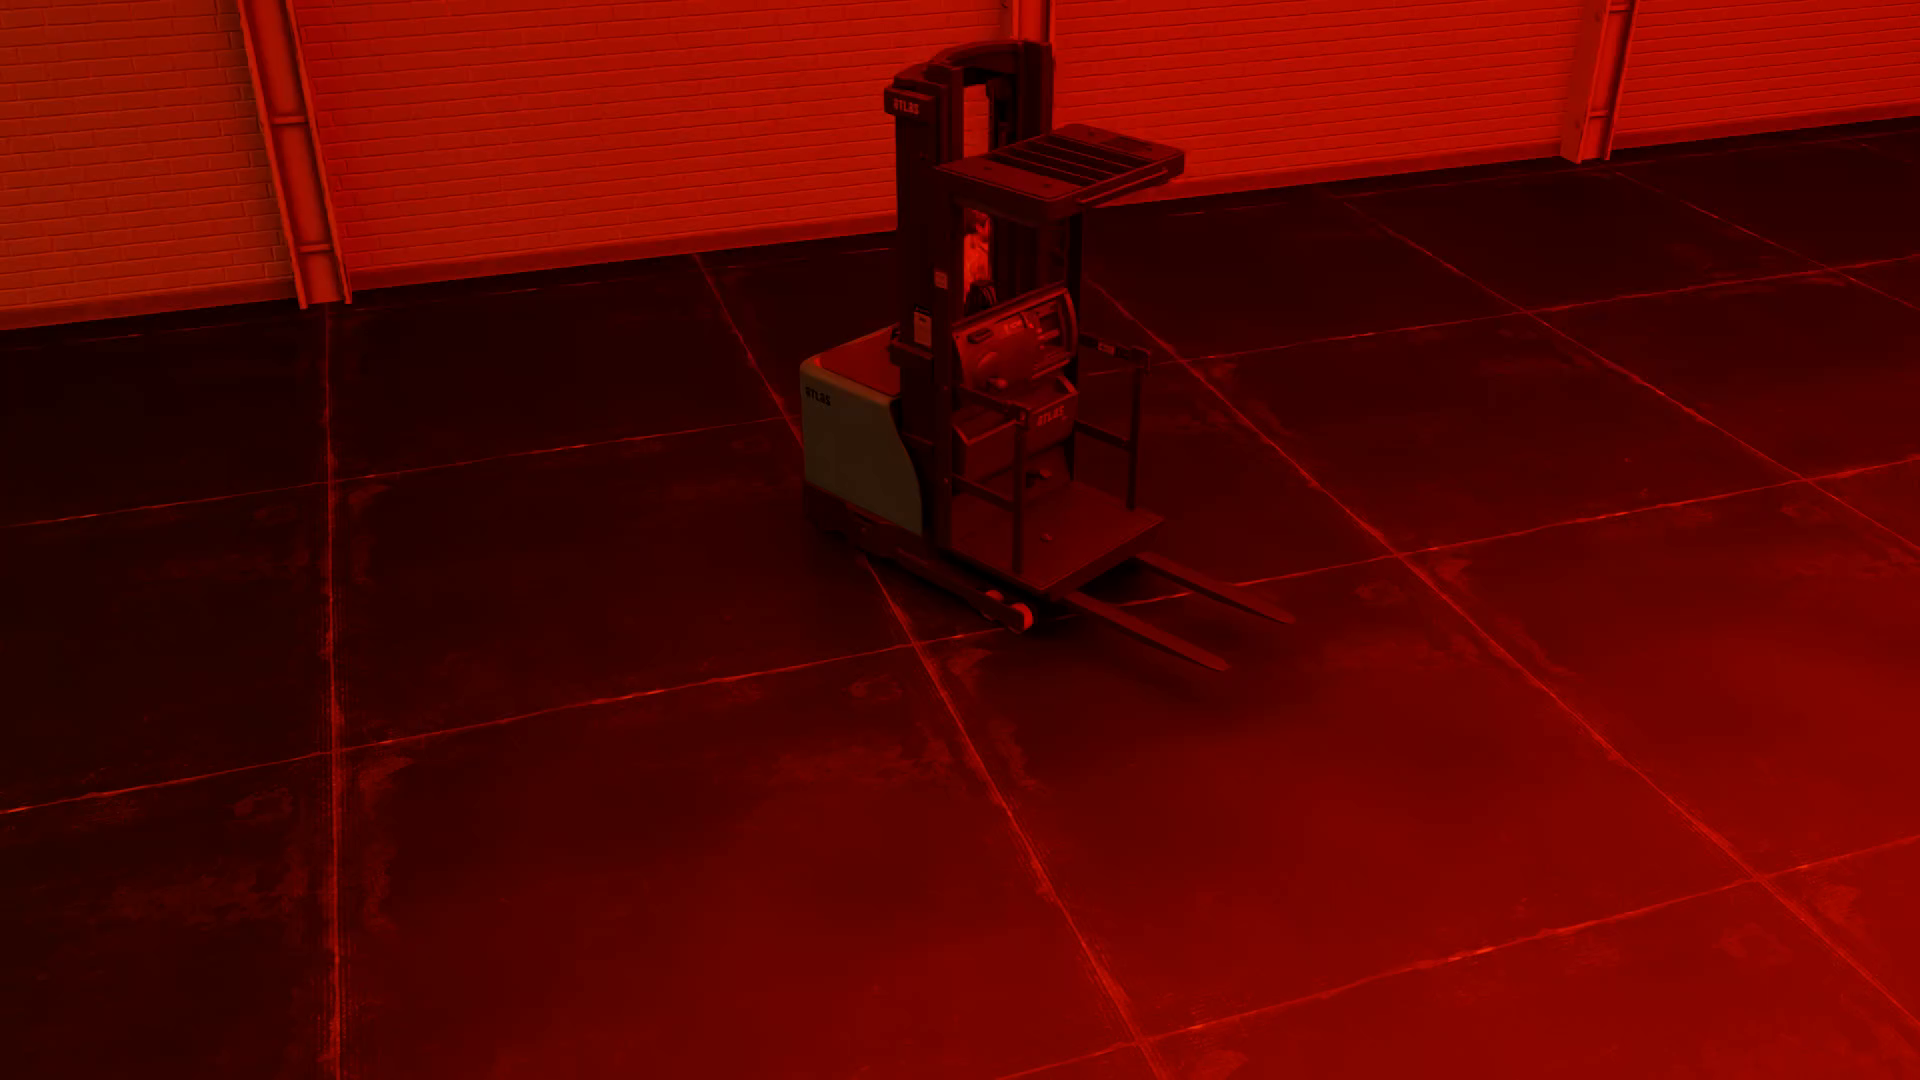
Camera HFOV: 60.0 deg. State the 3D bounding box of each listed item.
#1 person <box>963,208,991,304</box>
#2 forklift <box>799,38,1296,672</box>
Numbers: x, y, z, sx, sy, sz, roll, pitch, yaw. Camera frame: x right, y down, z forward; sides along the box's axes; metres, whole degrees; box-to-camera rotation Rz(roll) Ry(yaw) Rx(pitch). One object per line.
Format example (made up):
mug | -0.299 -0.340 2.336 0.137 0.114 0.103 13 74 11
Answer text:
person | 0.240 -1.481 11.061 0.603 1.534 0.903 0 30 0
forklift | 0.461 -1.052 8.916 3.031 2.935 1.130 25 38 37
